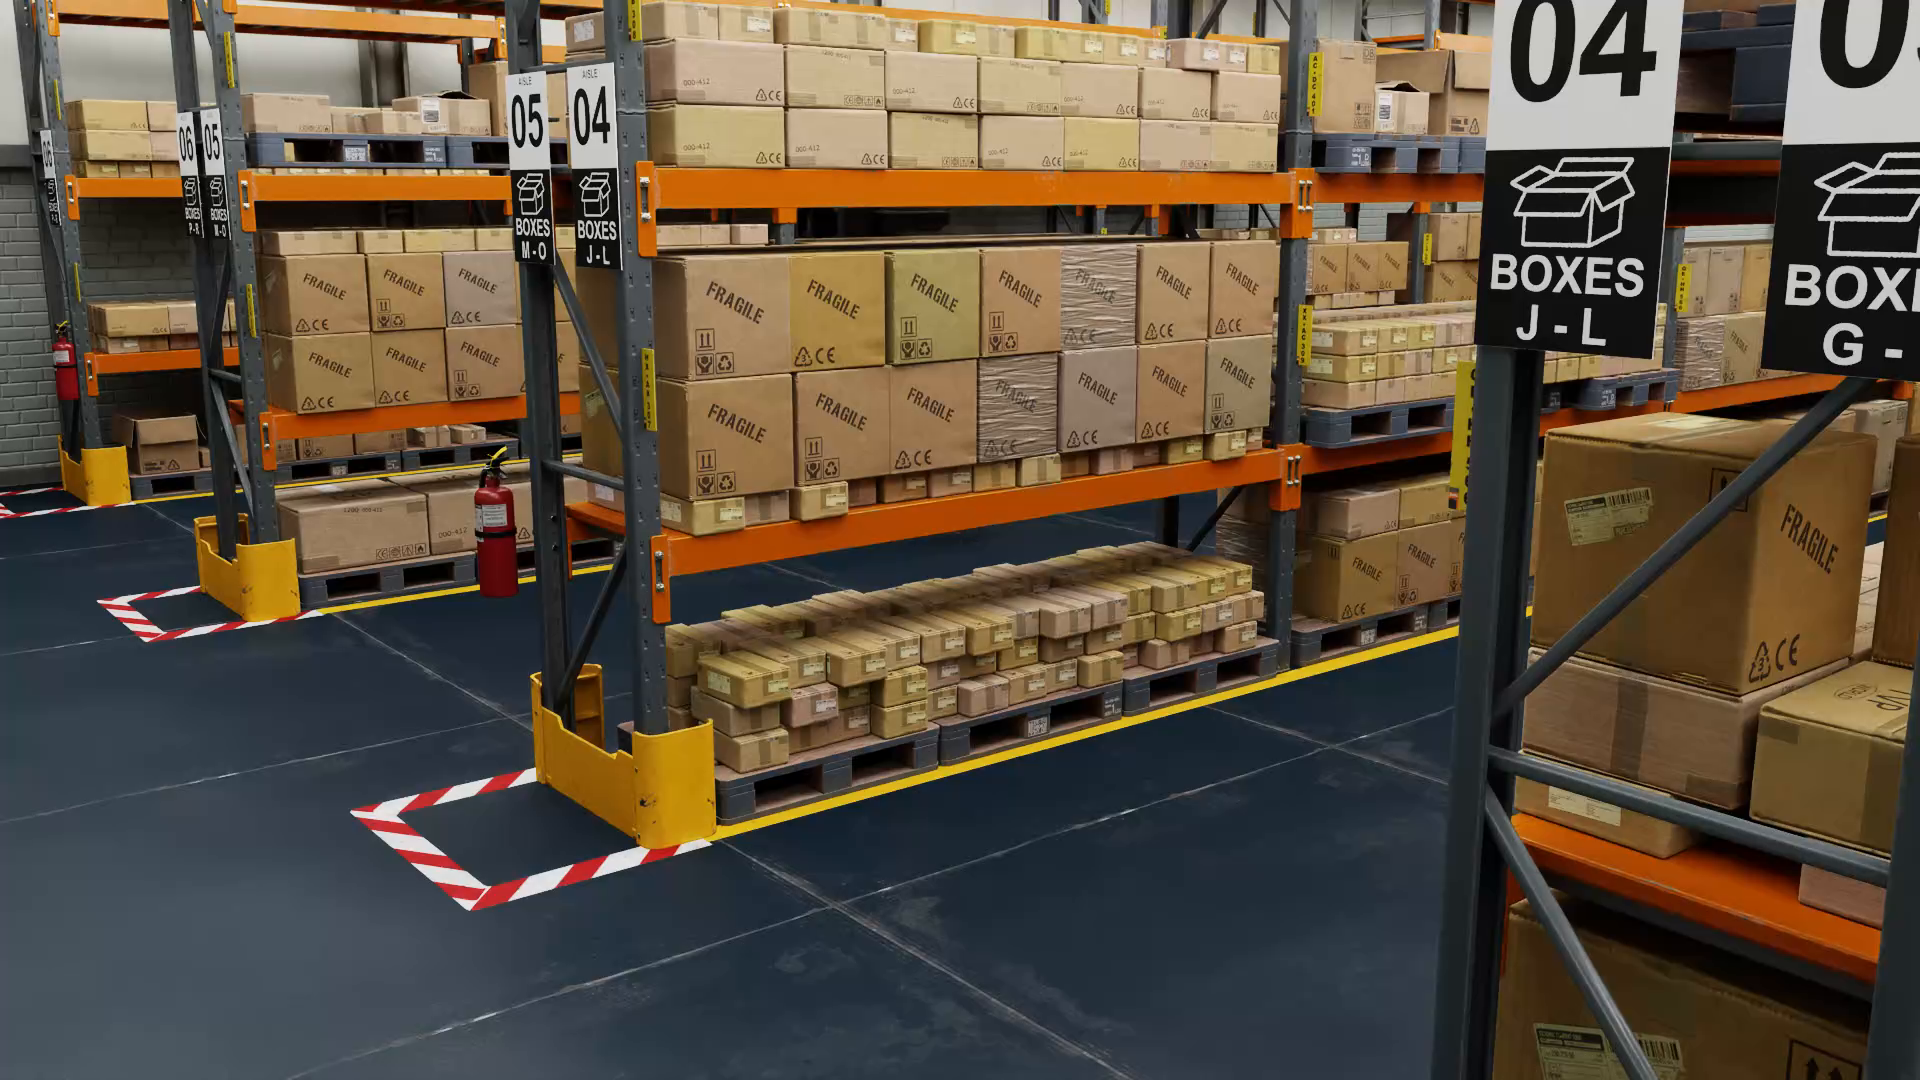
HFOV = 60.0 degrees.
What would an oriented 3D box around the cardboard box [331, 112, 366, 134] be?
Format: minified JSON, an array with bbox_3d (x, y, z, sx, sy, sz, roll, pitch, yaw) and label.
[{"bbox_3d":[-4.184,-2.795,11.200,0.250,0.149,0.380,-11,16,-42],"label":"cardboard box"}]

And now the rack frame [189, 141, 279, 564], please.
[{"bbox_3d":[-4.756,-1.056,10.878,0.127,3.000,1.000,-9,15,-38],"label":"rack frame"}]

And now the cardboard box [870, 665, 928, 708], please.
[{"bbox_3d":[-0.362,0.663,7.920,0.250,0.149,0.380,-9,15,-36],"label":"cardboard box"}]

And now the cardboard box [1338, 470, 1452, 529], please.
[{"bbox_3d":[2.695,-0.257,10.318,0.500,0.250,0.500,-9,15,-36],"label":"cardboard box"}]

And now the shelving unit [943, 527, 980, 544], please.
[{"bbox_3d":[0.011,-0.589,13.013,0.189,1.200,0.258,-9,15,-38],"label":"shelving unit"}]

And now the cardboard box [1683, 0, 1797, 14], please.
[{"bbox_3d":[1.807,-1.295,3.291,0.500,0.500,0.700,-11,16,-41],"label":"cardboard box"}]

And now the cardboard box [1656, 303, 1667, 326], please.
[{"bbox_3d":[4.566,-1.539,11.318,0.250,0.149,0.380,-10,16,-40],"label":"cardboard box"}]

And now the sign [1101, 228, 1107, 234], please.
[{"bbox_3d":[1.857,-3.858,21.480,0.005,0.325,0.100,-9,15,-38],"label":"sign"}]

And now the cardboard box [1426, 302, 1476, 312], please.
[{"bbox_3d":[3.360,-1.513,11.193,0.250,0.149,0.380,-9,15,-35],"label":"cardboard box"}]

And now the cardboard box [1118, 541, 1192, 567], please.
[{"bbox_3d":[1.140,0.124,9.742,0.250,0.149,0.380,-9,15,-35],"label":"cardboard box"}]

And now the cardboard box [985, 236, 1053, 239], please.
[{"bbox_3d":[0.463,-2.391,14.518,0.500,0.500,0.500,-9,15,-38],"label":"cardboard box"}]

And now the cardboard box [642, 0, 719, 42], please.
[{"bbox_3d":[-1.190,-2.104,6.793,0.250,0.149,0.380,-10,15,-38],"label":"cardboard box"}]

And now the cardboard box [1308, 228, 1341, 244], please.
[{"bbox_3d":[3.665,-3.102,16.988,0.250,0.149,0.380,-10,16,-40],"label":"cardboard box"}]

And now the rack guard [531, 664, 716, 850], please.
[{"bbox_3d":[-1.526,0.947,7.465,0.348,0.500,1.175,-9,15,-38],"label":"rack guard"}]

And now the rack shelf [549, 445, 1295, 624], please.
[{"bbox_3d":[-0.023,-0.173,8.456,4.000,0.370,1.077,-9,15,-38],"label":"rack shelf"}]

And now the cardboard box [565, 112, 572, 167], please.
[{"bbox_3d":[-1.395,-1.762,7.343,0.500,0.250,0.500,-10,15,-39],"label":"cardboard box"}]

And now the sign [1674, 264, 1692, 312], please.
[{"bbox_3d":[5.008,-1.745,11.527,0.005,0.325,0.100,-9,15,-38],"label":"sign"}]

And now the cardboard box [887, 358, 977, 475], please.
[{"bbox_3d":[-0.269,-0.609,7.817,0.500,0.500,0.500,-9,15,-37],"label":"cardboard box"}]

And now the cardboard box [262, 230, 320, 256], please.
[{"bbox_3d":[-4.306,-1.912,10.702,0.250,0.149,0.380,-9,15,-36],"label":"cardboard box"}]

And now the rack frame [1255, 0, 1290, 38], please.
[{"bbox_3d":[4.634,-6.871,23.821,0.127,3.000,1.000,-9,15,-38],"label":"rack frame"}]

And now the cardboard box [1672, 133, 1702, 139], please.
[{"bbox_3d":[5.023,-2.920,11.790,0.250,0.149,0.380,-10,16,-40],"label":"cardboard box"}]

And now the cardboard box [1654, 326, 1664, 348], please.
[{"bbox_3d":[4.561,-1.394,11.349,0.250,0.149,0.380,-9,15,-37],"label":"cardboard box"}]

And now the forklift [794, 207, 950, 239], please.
[{"bbox_3d":[-0.774,-2.124,16.077,3.031,2.935,1.130,-9,15,-38],"label":"forklift"}]

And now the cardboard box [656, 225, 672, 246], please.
[{"bbox_3d":[-2.335,-2.255,12.318,0.250,0.149,0.380,-10,15,-38],"label":"cardboard box"}]

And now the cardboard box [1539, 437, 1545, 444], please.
[{"bbox_3d":[3.972,-0.603,11.949,0.500,0.250,0.500,-10,16,-40],"label":"cardboard box"}]

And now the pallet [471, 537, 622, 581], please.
[{"bbox_3d":[-3.229,0.035,12.457,1.213,0.211,1.003,-9,15,-38],"label":"pallet"}]

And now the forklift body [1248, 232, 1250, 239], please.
[{"bbox_3d":[4.293,-2.979,21.980,1.214,2.155,2.313,-9,15,-38],"label":"forklift body"}]

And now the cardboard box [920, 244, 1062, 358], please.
[{"bbox_3d":[0.137,-1.162,8.013,0.500,0.500,0.500,-10,16,-39],"label":"cardboard box"}]

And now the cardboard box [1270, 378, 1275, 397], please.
[{"bbox_3d":[1.725,-0.951,9.979,0.250,0.149,0.380,-10,15,-39],"label":"cardboard box"}]

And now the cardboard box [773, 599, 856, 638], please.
[{"bbox_3d":[-0.733,0.422,8.341,0.250,0.149,0.380,-10,16,-40],"label":"cardboard box"}]

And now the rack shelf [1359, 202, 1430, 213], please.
[{"bbox_3d":[6.176,-3.988,19.196,4.000,0.370,1.077,-9,15,-38],"label":"rack shelf"}]

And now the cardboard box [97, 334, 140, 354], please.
[{"bbox_3d":[-7.432,-1.735,14.685,0.250,0.149,0.380,-10,15,-38],"label":"cardboard box"}]

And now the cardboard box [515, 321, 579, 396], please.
[{"bbox_3d":[-3.035,-1.321,11.888,0.500,0.500,0.500,-9,15,-36],"label":"cardboard box"}]

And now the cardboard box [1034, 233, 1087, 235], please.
[{"bbox_3d":[0.953,-2.607,15.538,0.500,0.500,0.500,-10,16,-40],"label":"cardboard box"}]

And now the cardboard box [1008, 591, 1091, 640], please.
[{"bbox_3d":[0.451,0.383,8.524,0.250,0.149,0.380,-10,16,-40],"label":"cardboard box"}]

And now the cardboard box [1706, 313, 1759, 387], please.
[{"bbox_3d":[5.576,-1.434,12.418,0.500,0.500,0.500,-10,15,-38],"label":"cardboard box"}]

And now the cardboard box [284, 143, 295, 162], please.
[{"bbox_3d":[-6.162,-3.617,15.366,0.500,0.250,0.500,-10,15,-39],"label":"cardboard box"}]

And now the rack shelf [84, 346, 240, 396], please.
[{"bbox_3d":[-6.298,-1.768,15.964,4.000,0.370,1.077,-9,15,-38],"label":"rack shelf"}]

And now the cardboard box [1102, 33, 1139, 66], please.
[{"bbox_3d":[0.656,-2.397,8.171,0.250,0.149,0.380,-10,16,-40],"label":"cardboard box"}]

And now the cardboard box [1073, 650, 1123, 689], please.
[{"bbox_3d":[0.637,0.645,8.723,0.250,0.149,0.380,-9,15,-38],"label":"cardboard box"}]

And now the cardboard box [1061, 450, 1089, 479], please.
[{"bbox_3d":[0.440,-0.417,8.475,0.250,0.149,0.380,-10,15,-38],"label":"cardboard box"}]

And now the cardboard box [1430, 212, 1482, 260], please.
[{"bbox_3d":[5.506,-3.381,18.465,0.500,0.500,0.700,-9,15,-37],"label":"cardboard box"}]

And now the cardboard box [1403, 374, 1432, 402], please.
[{"bbox_3d":[2.544,-0.913,9.799,0.250,0.149,0.380,-9,15,-37],"label":"cardboard box"}]

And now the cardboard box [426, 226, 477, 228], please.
[{"bbox_3d":[-3.639,-2.164,11.890,0.250,0.149,0.380,-9,15,-36],"label":"cardboard box"}]

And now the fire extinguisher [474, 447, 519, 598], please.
[{"bbox_3d":[-2.070,-0.088,7.404,0.183,0.674,0.296,-9,15,-38],"label":"fire extinguisher"}]

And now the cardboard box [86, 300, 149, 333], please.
[{"bbox_3d":[-7.667,-2.035,15.136,0.500,0.250,0.500,-9,15,-36],"label":"cardboard box"}]

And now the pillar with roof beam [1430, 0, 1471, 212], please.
[{"bbox_3d":[10.902,-7.007,24.462,0.400,9.000,9.100,-9,15,-38],"label":"pillar with roof beam"}]

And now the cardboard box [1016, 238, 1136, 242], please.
[{"bbox_3d":[0.639,-1.380,9.040,0.500,0.500,0.500,-10,16,-39],"label":"cardboard box"}]

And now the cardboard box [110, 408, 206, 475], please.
[{"bbox_3d":[-7.323,-0.908,15.184,0.637,0.503,0.797,-10,16,-40],"label":"cardboard box"}]

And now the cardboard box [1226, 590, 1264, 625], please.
[{"bbox_3d":[1.491,0.351,9.389,0.250,0.149,0.380,-9,15,-37],"label":"cardboard box"}]

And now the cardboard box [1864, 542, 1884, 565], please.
[{"bbox_3d":[2.845,0.174,4.734,0.500,0.250,0.500,-9,15,-38],"label":"cardboard box"}]

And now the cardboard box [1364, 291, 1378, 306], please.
[{"bbox_3d":[4.168,-2.552,17.520,0.250,0.149,0.380,-10,16,-39],"label":"cardboard box"}]

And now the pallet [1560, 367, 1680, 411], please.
[{"bbox_3d":[4.172,-1.100,11.551,1.003,0.211,1.213,-9,15,-38],"label":"pallet"}]

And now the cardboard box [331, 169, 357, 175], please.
[{"bbox_3d":[-5.856,-3.469,15.630,0.250,0.149,0.380,-9,15,-37],"label":"cardboard box"}]
